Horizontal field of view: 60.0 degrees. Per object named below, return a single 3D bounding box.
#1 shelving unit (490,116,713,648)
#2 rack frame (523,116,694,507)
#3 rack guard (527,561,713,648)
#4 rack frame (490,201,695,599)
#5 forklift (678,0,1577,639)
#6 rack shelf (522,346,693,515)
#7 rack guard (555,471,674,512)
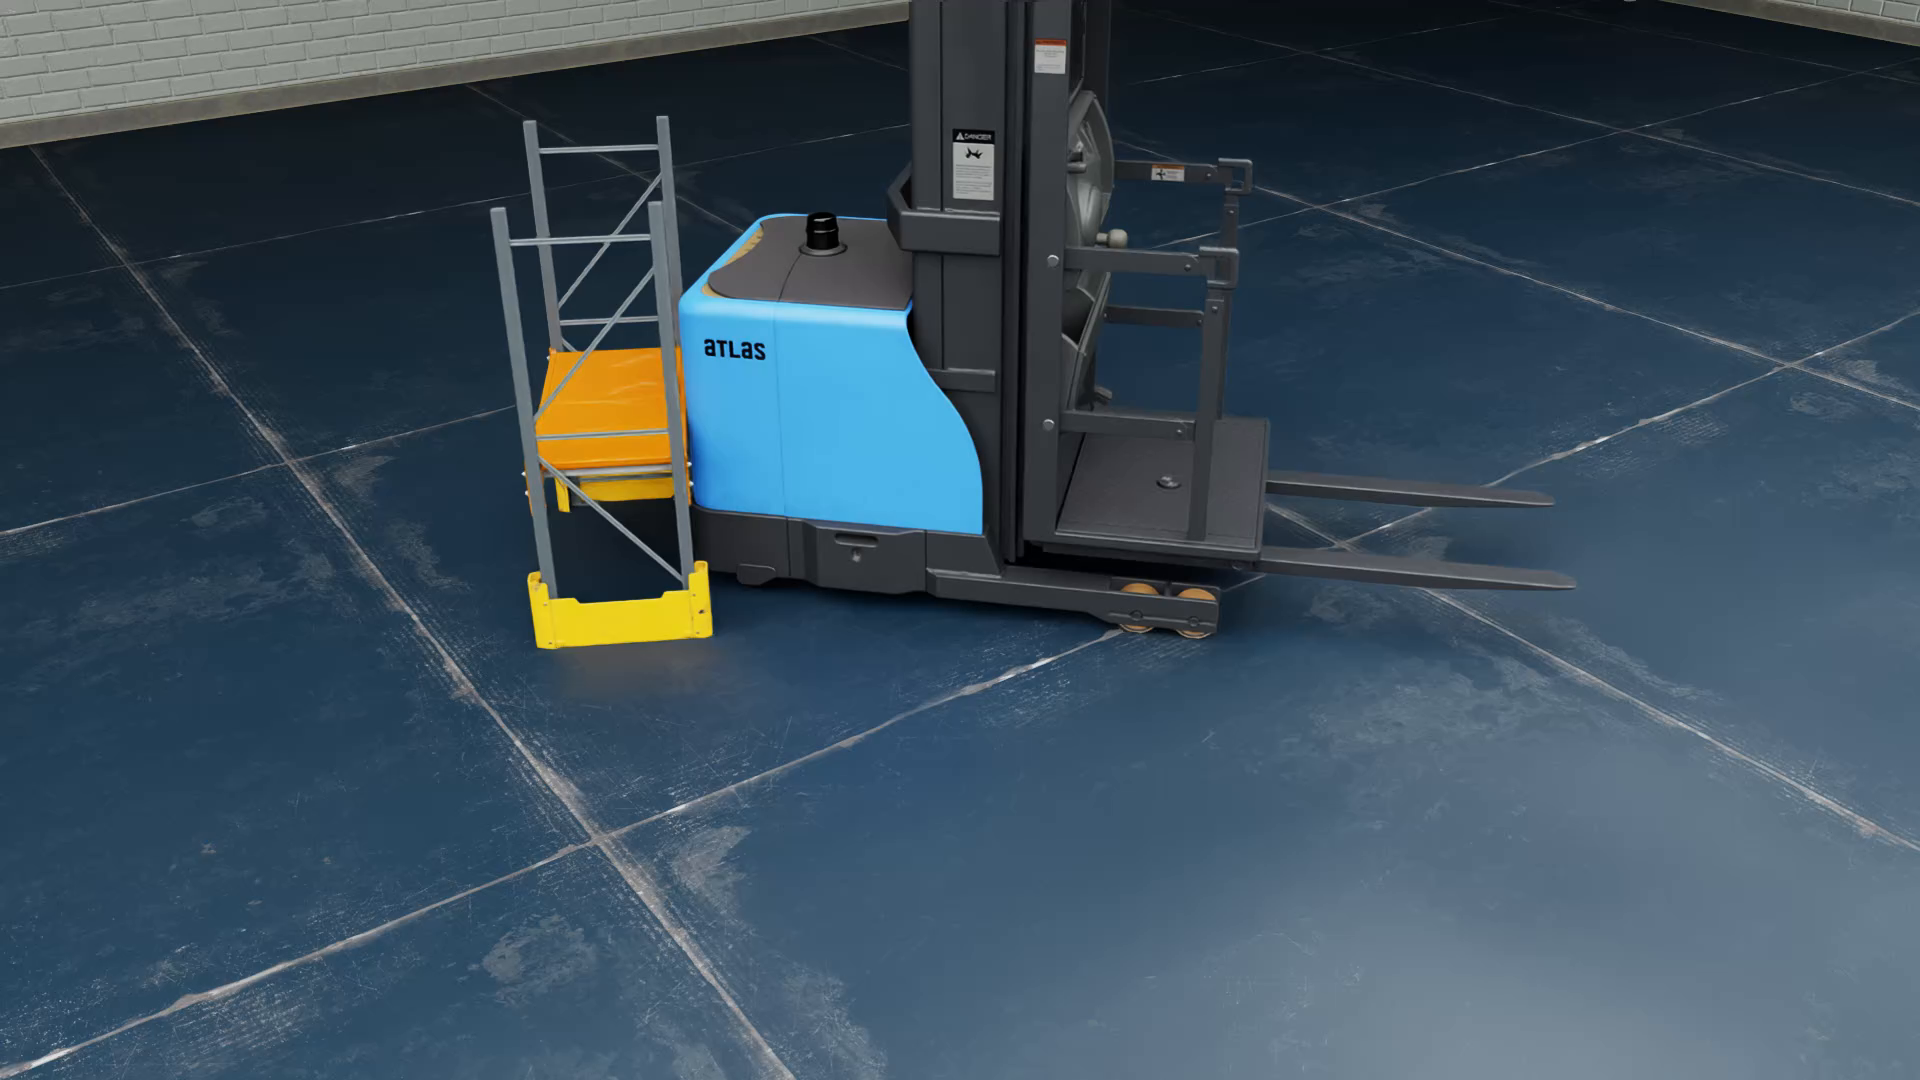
[{"bbox_3d":[-1.204,-0.568,5.724,0.587,1.500,1.083,-4,29,-7],"label":"shelving unit"},{"bbox_3d":[-1.273,-0.813,6.175,0.500,1.500,0.032,-4,29,-7],"label":"rack frame"},{"bbox_3d":[-1.136,0.217,5.589,0.587,0.250,0.087,-4,29,-7],"label":"rack guard"},{"bbox_3d":[-1.136,-0.332,5.290,0.500,1.500,0.032,-4,29,-7],"label":"rack frame"},{"bbox_3d":[0.617,-1.230,5.444,3.031,2.935,1.130,5,29,10],"label":"forklift"},{"bbox_3d":[-1.205,-0.414,5.818,0.538,0.185,1.000,-4,29,-7],"label":"rack shelf"},{"bbox_3d":[-1.271,-0.254,6.456,0.587,0.250,0.087,-4,29,-7],"label":"rack guard"}]
